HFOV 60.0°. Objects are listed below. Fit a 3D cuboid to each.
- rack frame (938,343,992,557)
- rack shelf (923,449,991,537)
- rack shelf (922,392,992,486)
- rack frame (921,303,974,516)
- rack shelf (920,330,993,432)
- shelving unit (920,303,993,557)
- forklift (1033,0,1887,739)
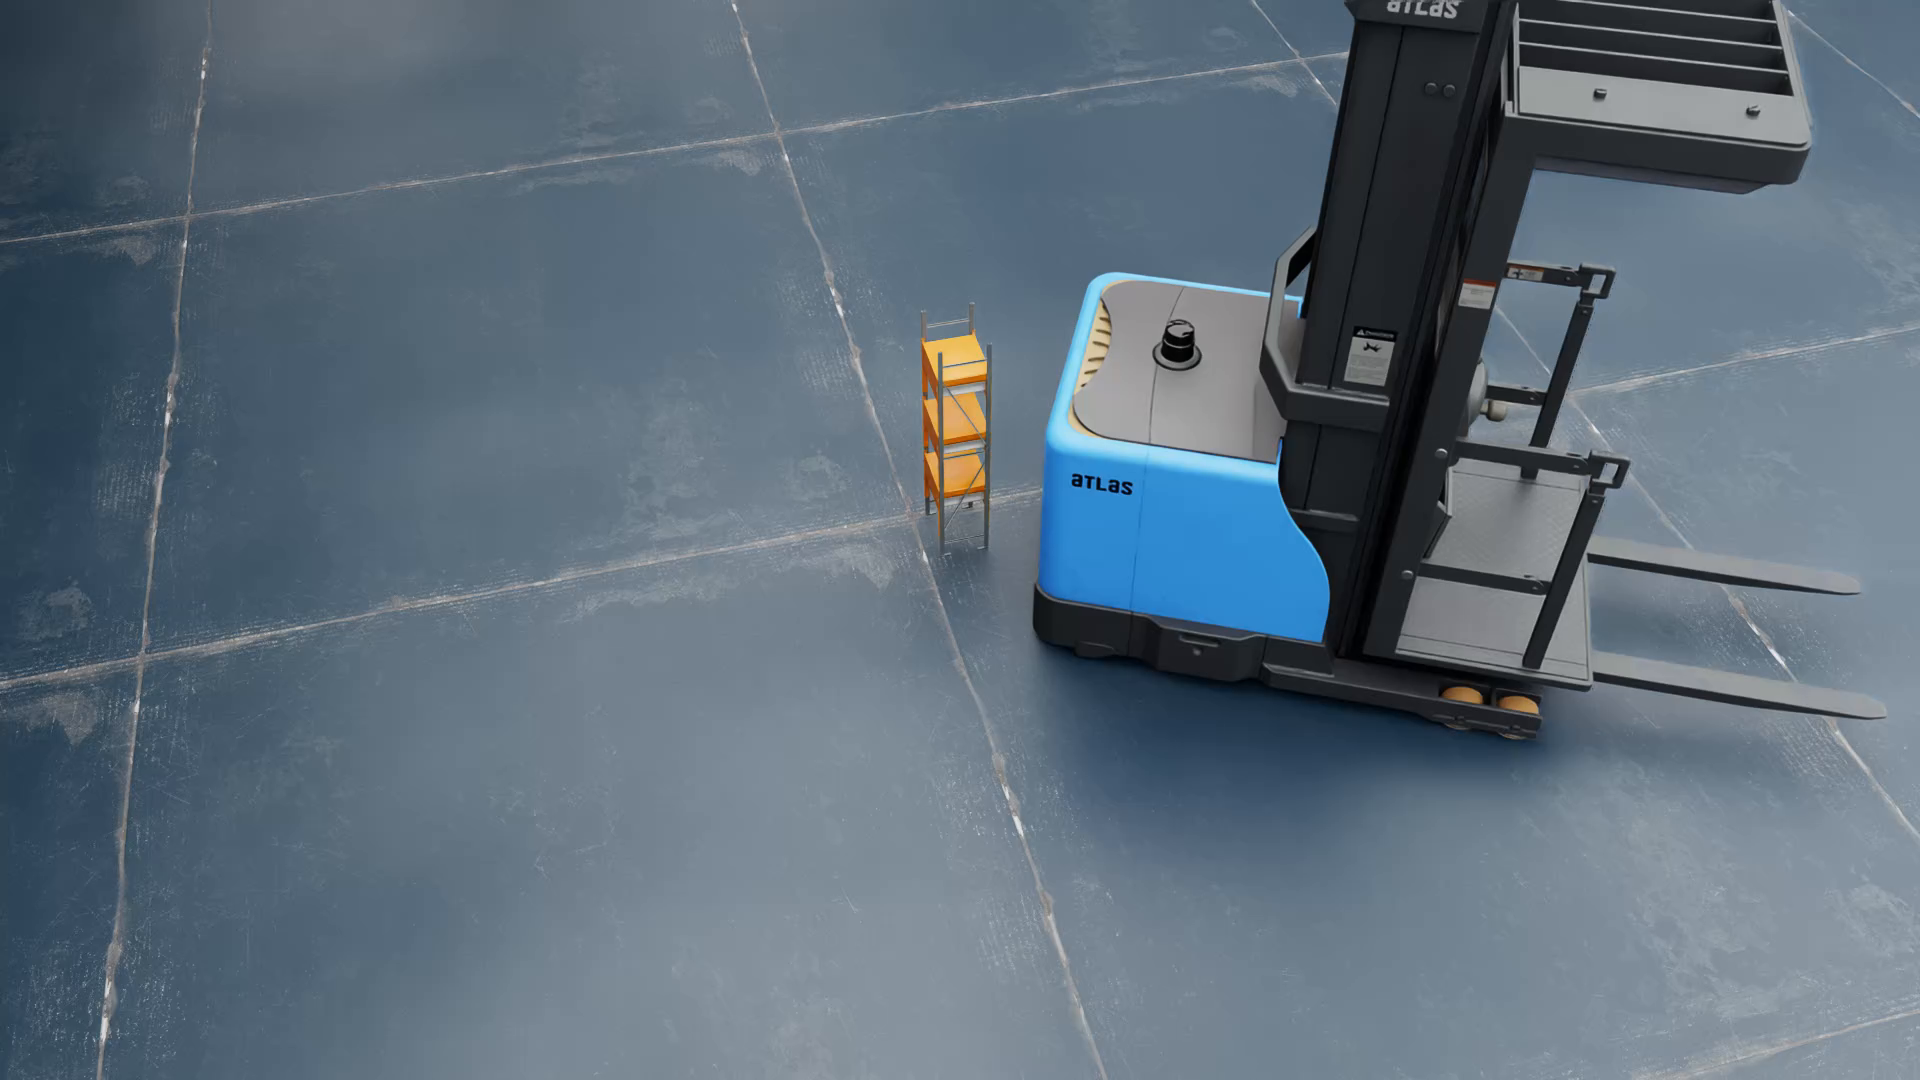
[{"bbox_3d":[0.018,-0.320,6.329,0.200,1.050,0.008,-11,47,-10],"label":"rack frame"},{"bbox_3d":[-0.014,-0.202,6.617,0.215,0.259,0.240,-11,47,-10],"label":"rack shelf"},{"bbox_3d":[-0.014,-0.397,6.419,0.215,0.259,0.240,-11,47,-10],"label":"rack shelf"},{"bbox_3d":[-0.045,-0.489,6.494,0.200,1.050,0.008,-11,47,-10],"label":"rack frame"},{"bbox_3d":[-0.014,-0.596,6.216,0.215,0.259,0.240,-11,47,-10],"label":"rack shelf"},{"bbox_3d":[-0.014,-0.404,6.411,0.215,1.050,0.252,-11,47,-10],"label":"shelving unit"},{"bbox_3d":[1.849,-0.723,5.406,3.031,2.935,1.130,9,46,9],"label":"forklift"}]
